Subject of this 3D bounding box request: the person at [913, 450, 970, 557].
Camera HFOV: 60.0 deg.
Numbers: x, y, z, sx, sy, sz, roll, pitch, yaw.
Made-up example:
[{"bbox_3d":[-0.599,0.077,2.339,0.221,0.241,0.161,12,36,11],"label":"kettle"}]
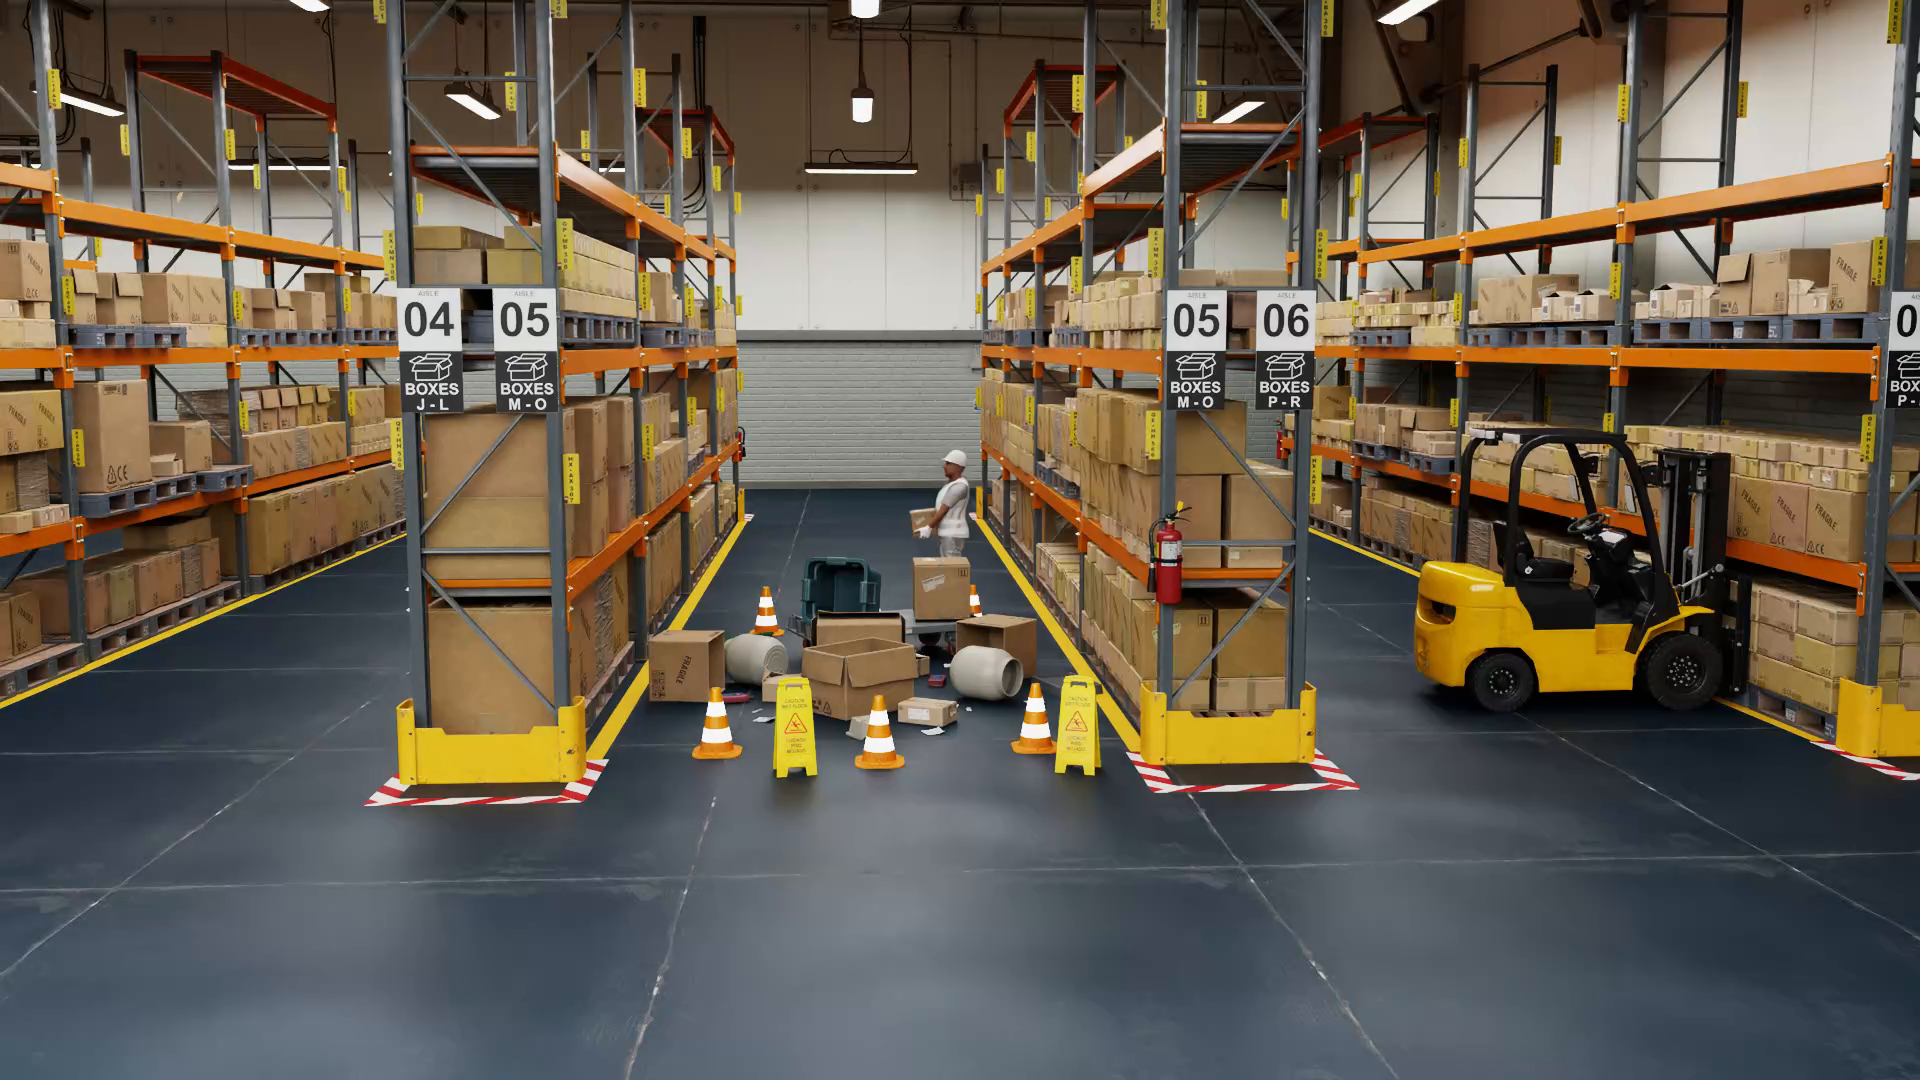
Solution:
[{"bbox_3d":[-0.187,-0.022,16.854,0.580,1.779,0.488,0,7,-4],"label":"person"}]
